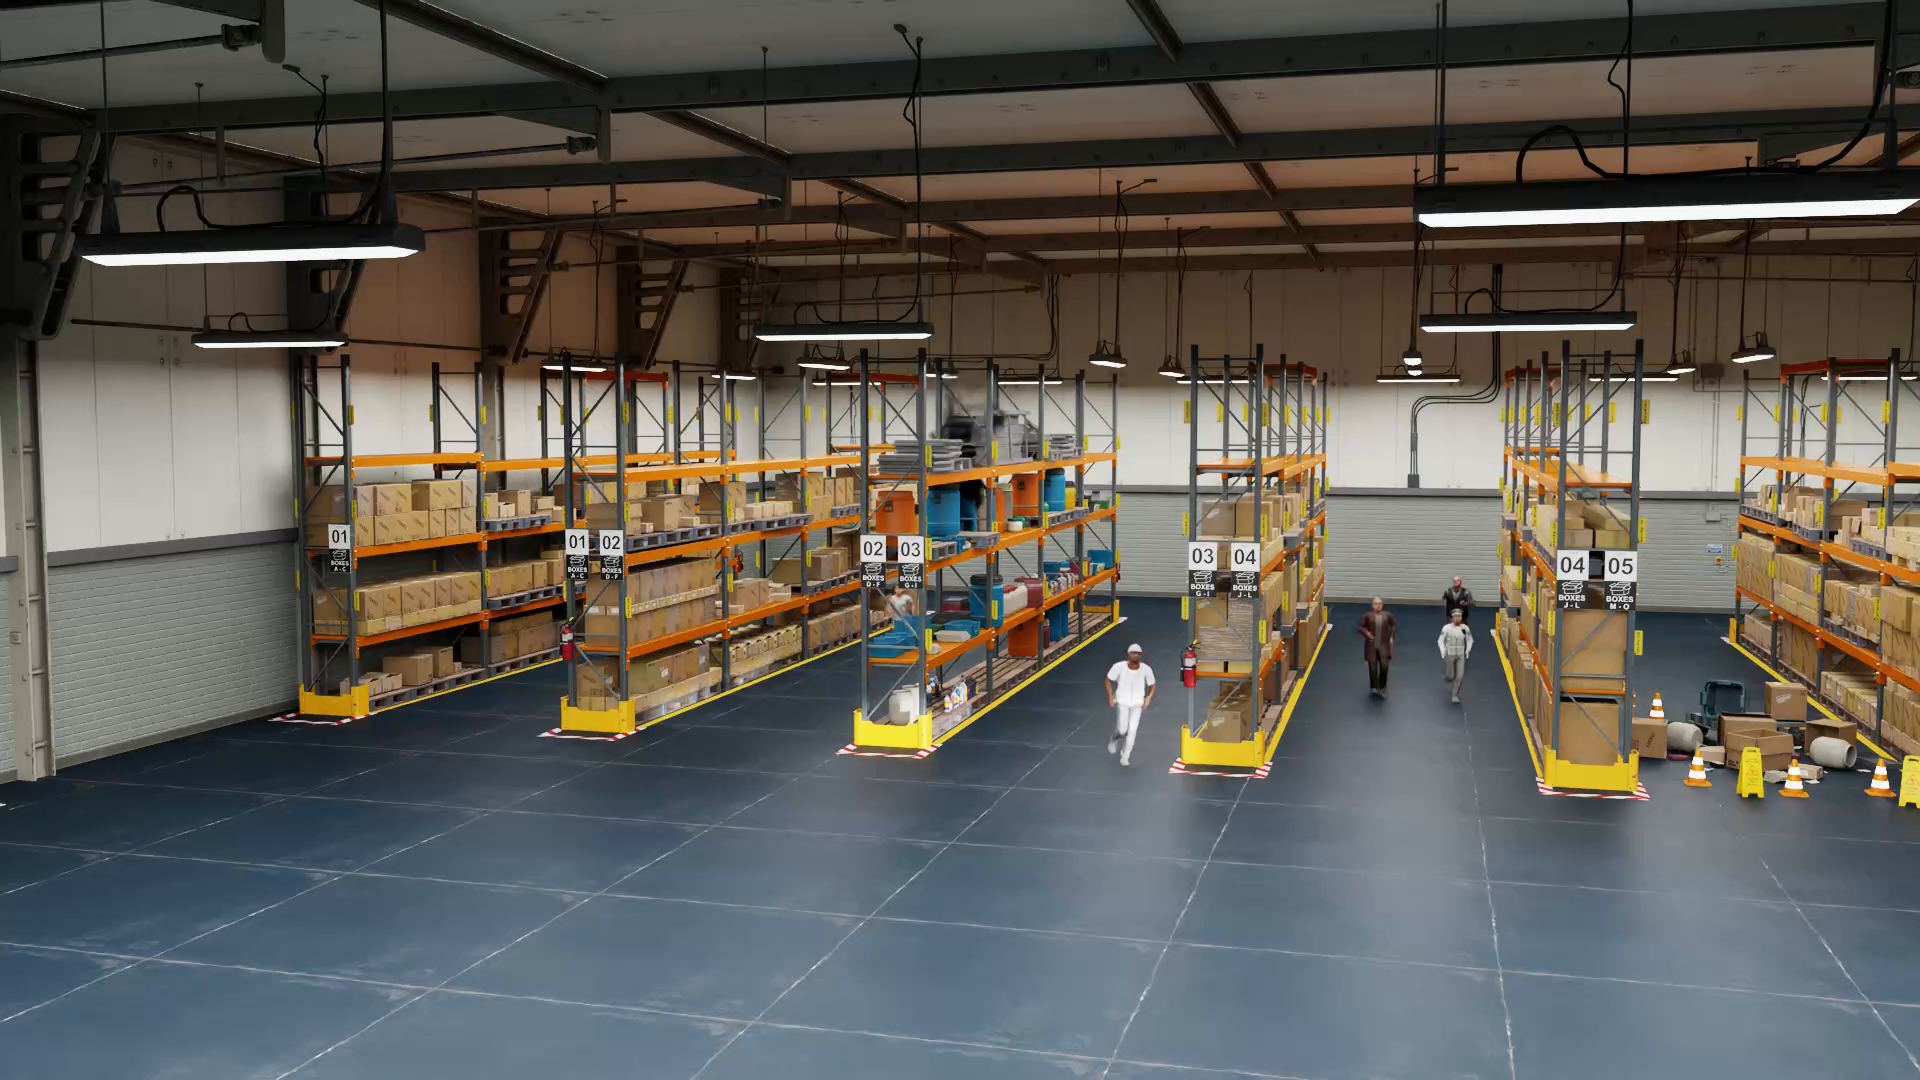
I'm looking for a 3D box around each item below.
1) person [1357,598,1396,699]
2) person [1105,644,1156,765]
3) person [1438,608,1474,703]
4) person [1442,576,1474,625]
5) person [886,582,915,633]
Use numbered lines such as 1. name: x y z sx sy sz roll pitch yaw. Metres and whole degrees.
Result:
1. person: 7.385 1.921 29.476 0.703 1.799 0.756 1 4 11
2. person: 2.470 2.362 24.024 0.713 1.742 0.582 0 4 -4
3. person: 8.696 2.001 29.190 0.603 1.648 0.593 1 4 8
4. person: 10.122 1.624 33.813 0.626 1.791 0.776 1 4 15
5. person: -1.192 1.652 33.120 0.526 1.633 0.813 1 4 8
